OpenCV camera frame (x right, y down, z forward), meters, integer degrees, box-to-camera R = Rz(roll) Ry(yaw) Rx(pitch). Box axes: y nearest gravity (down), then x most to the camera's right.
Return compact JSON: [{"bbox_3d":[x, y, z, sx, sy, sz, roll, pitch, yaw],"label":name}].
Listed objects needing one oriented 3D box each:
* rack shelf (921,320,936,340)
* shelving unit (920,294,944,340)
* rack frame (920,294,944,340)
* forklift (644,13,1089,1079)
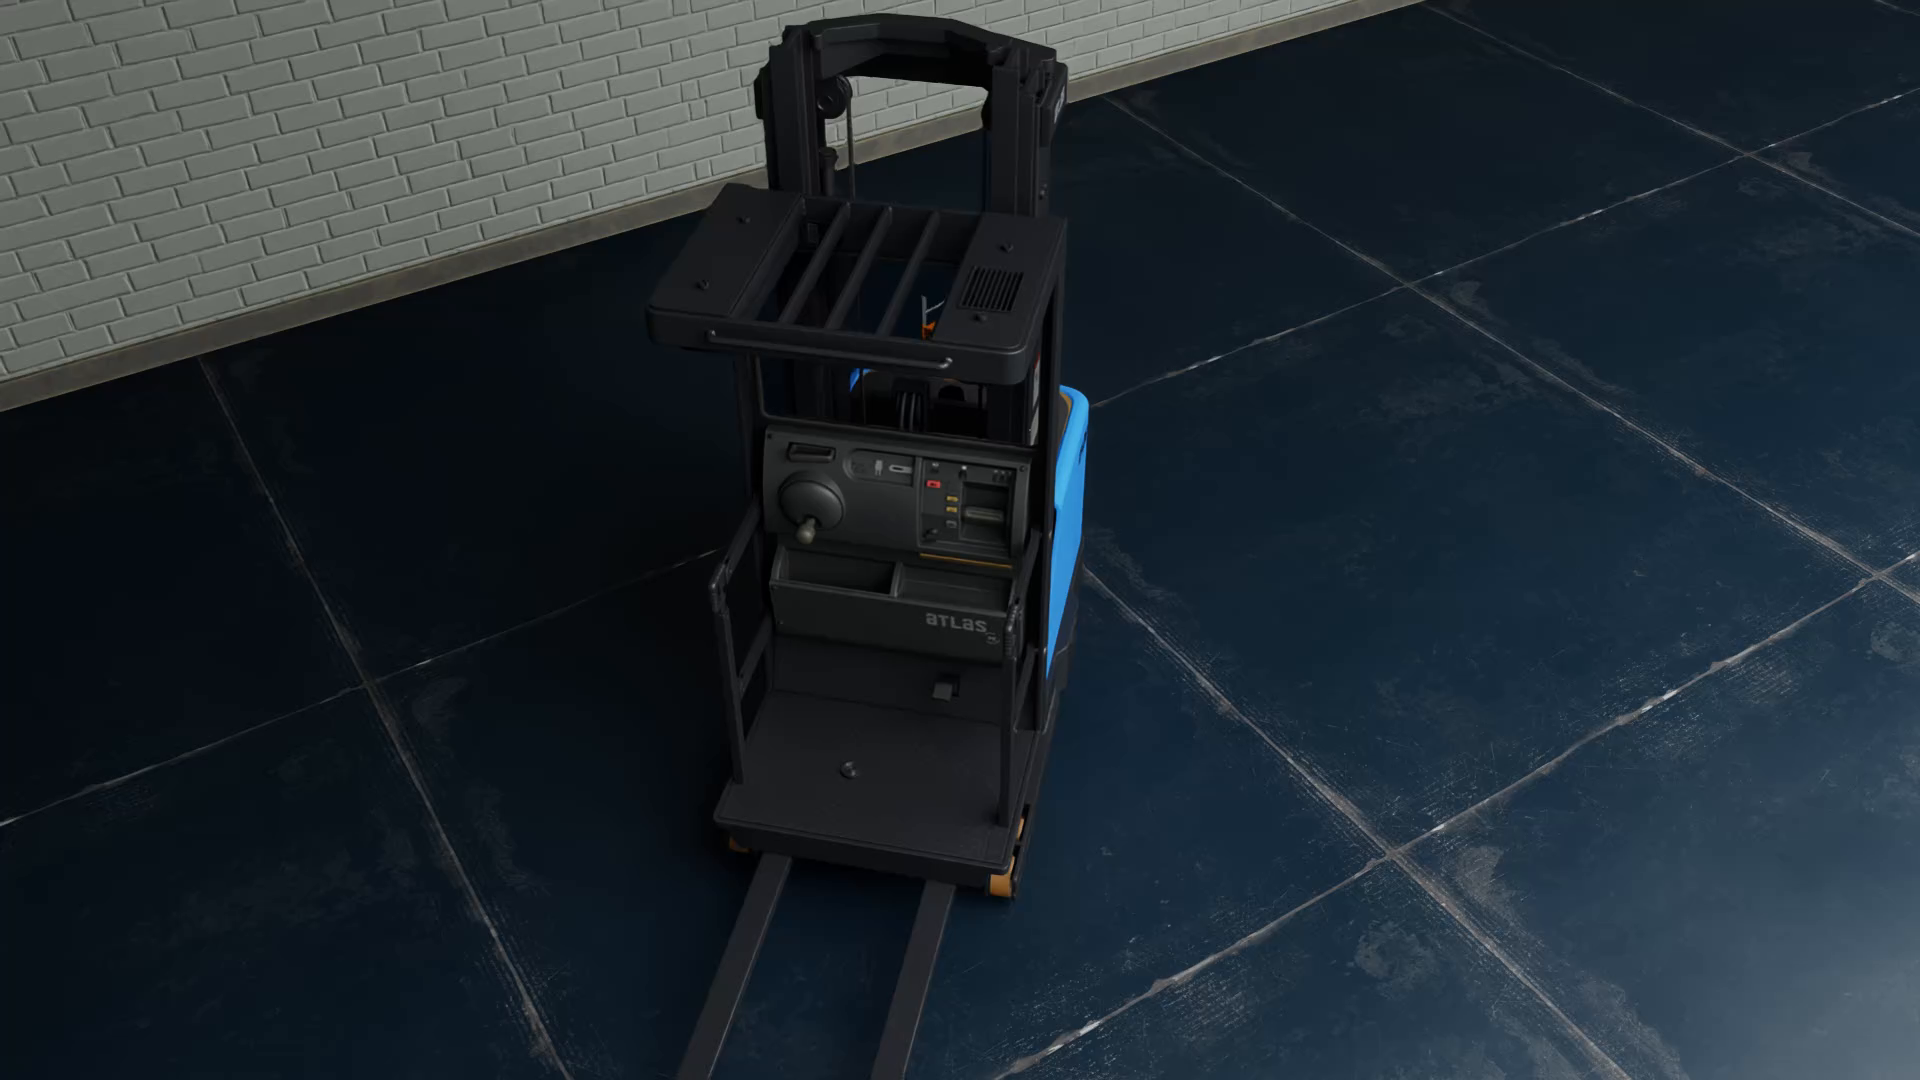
[{"bbox_3d":[0.087,-0.825,7.189,0.258,0.148,0.480,-31,49,-32],"label":"rack shelf"},{"bbox_3d":[0.087,-0.523,7.440,0.258,1.200,0.503,-31,49,-32],"label":"shelving unit"},{"bbox_3d":[-0.079,-0.637,7.577,0.240,1.200,0.015,-31,49,-32],"label":"rack frame"},{"bbox_3d":[-0.267,-0.069,5.543,1.130,2.935,3.031,8,40,9],"label":"forklift"}]
